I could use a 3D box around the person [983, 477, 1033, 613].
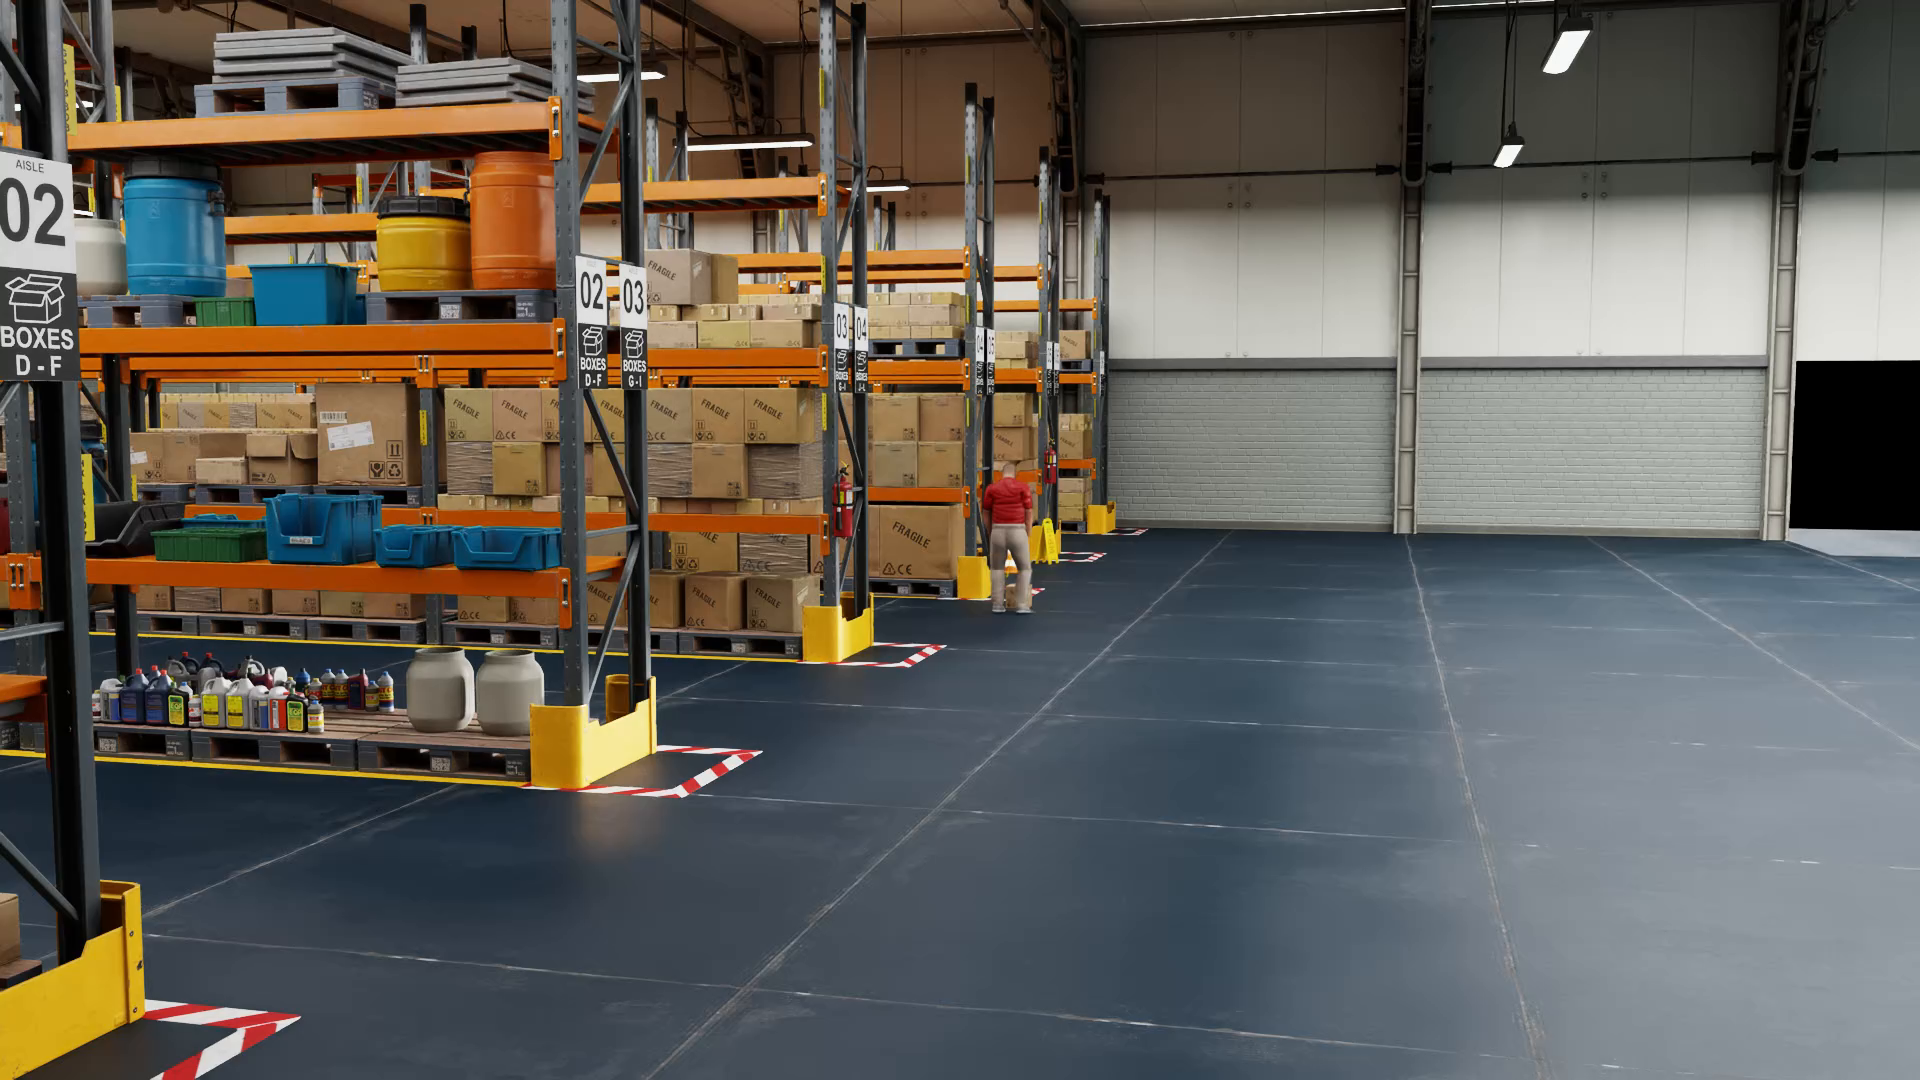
[{"bbox_3d":[0.518,0.061,18.298,0.560,1.508,0.407,1,5,15],"label":"person"}]
